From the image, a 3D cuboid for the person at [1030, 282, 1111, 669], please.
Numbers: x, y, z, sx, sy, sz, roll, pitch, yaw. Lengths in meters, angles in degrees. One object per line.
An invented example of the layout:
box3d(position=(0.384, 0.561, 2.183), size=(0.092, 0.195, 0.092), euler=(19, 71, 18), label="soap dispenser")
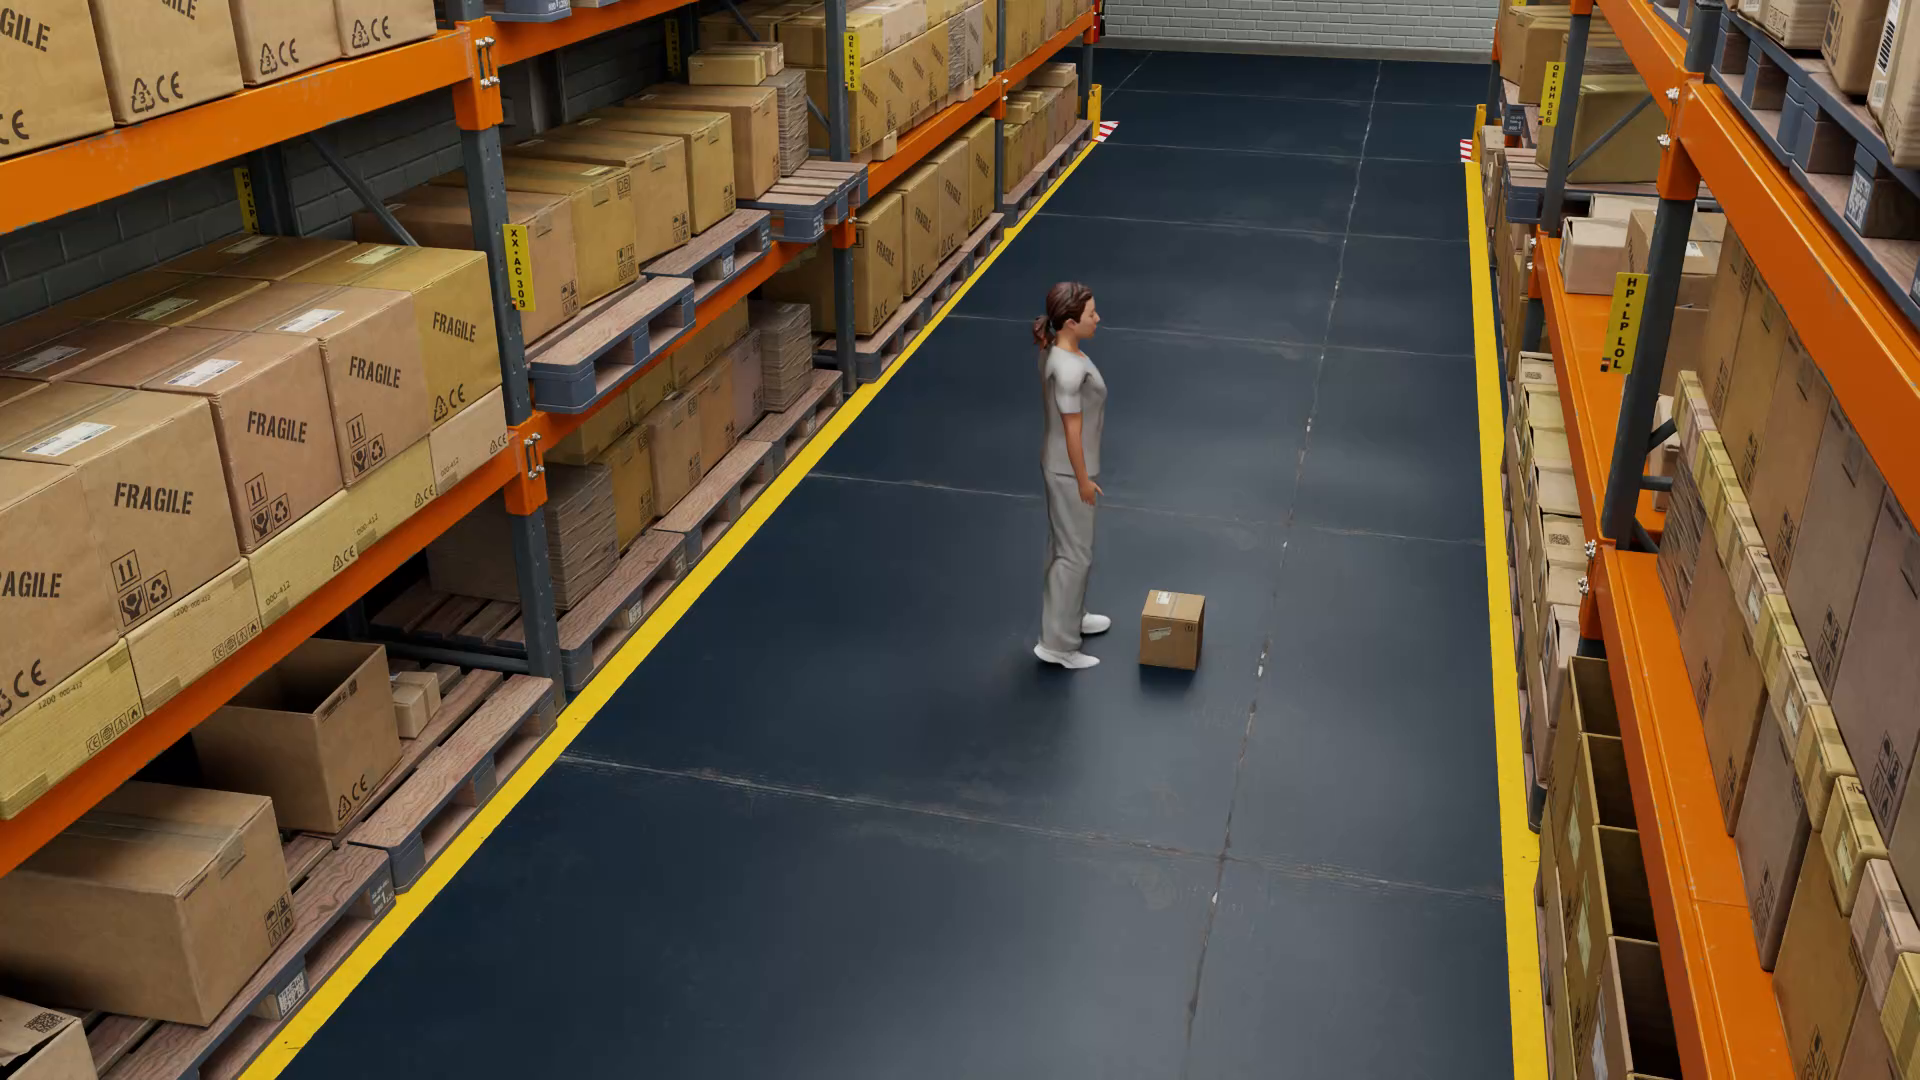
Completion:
box3d(position=(0.495, -0.281, 7.221), size=(0.407, 1.712, 0.522), euler=(-1, 25, -2), label="person")
